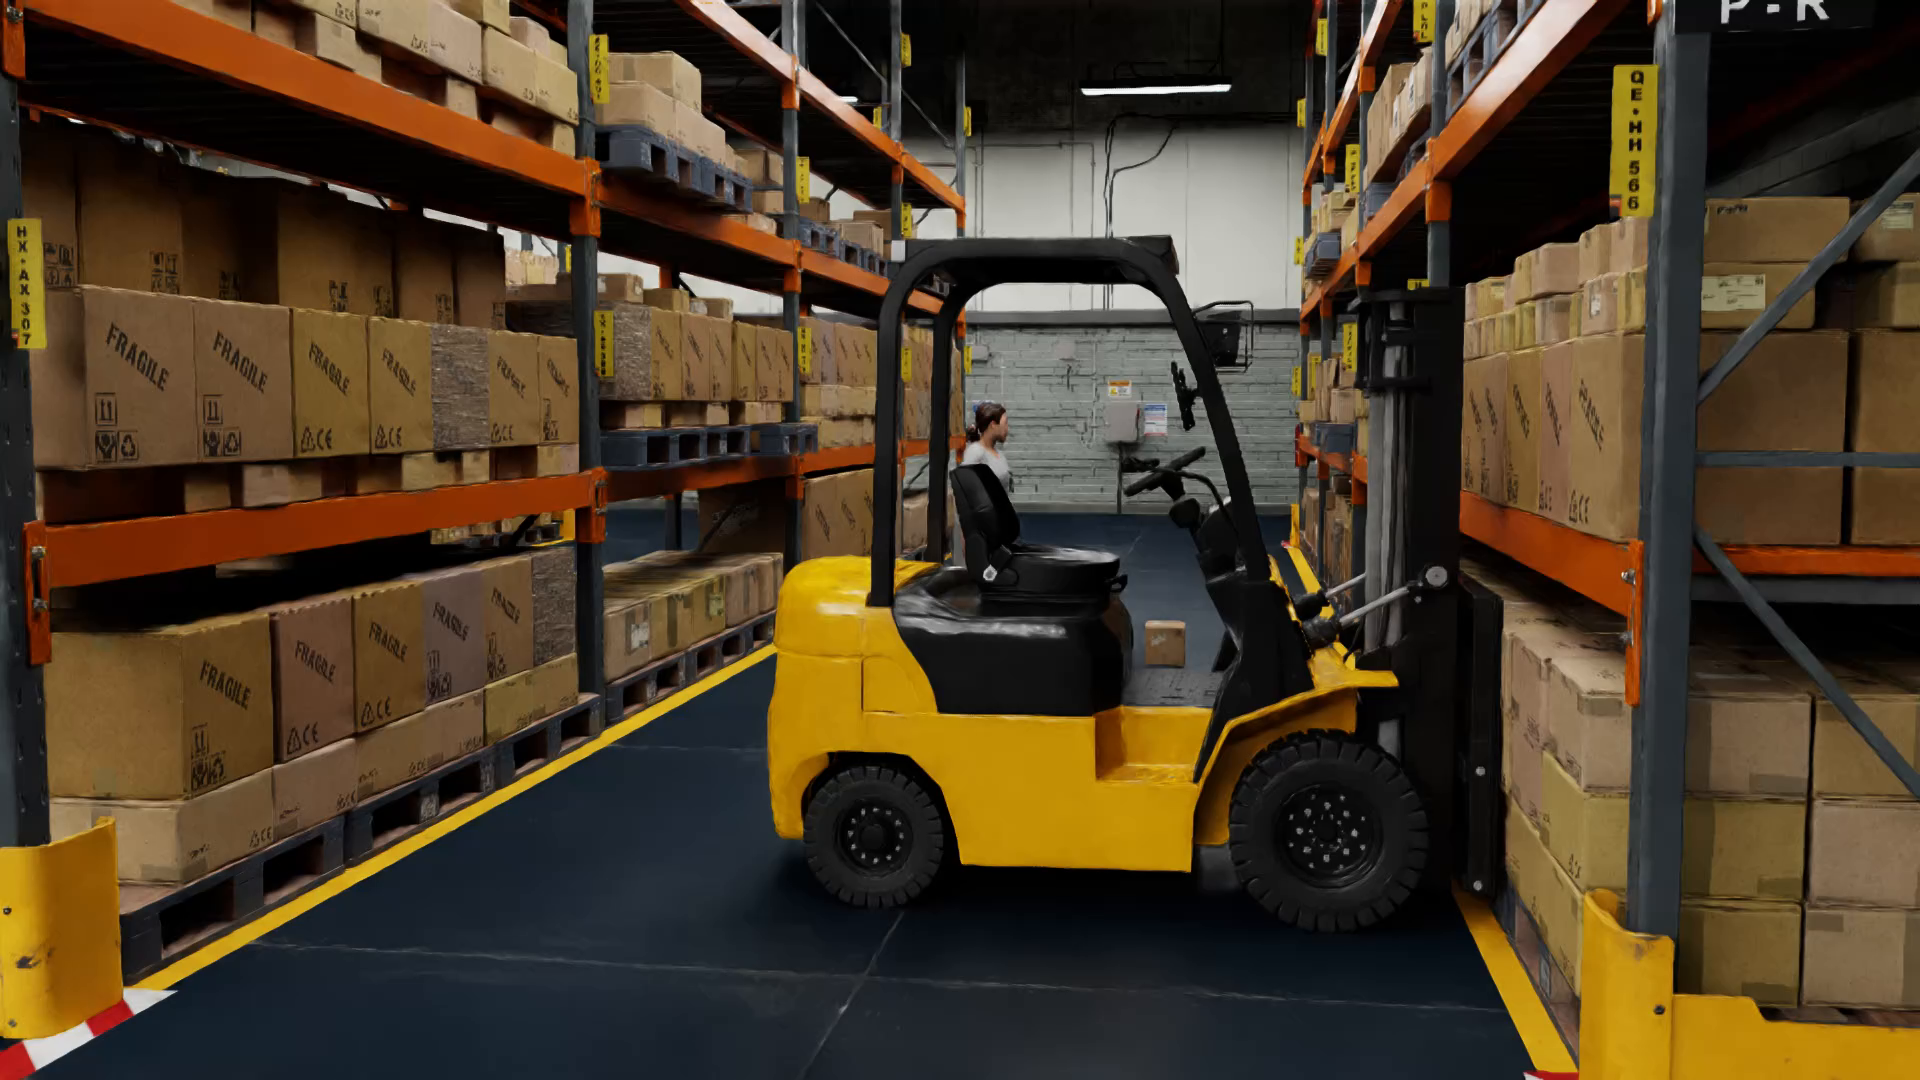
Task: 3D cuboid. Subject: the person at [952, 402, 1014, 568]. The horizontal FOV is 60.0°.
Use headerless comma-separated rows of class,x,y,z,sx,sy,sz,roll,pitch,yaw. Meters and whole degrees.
person,0.148,-0.046,10.474,0.394,1.644,0.569,3,5,34
